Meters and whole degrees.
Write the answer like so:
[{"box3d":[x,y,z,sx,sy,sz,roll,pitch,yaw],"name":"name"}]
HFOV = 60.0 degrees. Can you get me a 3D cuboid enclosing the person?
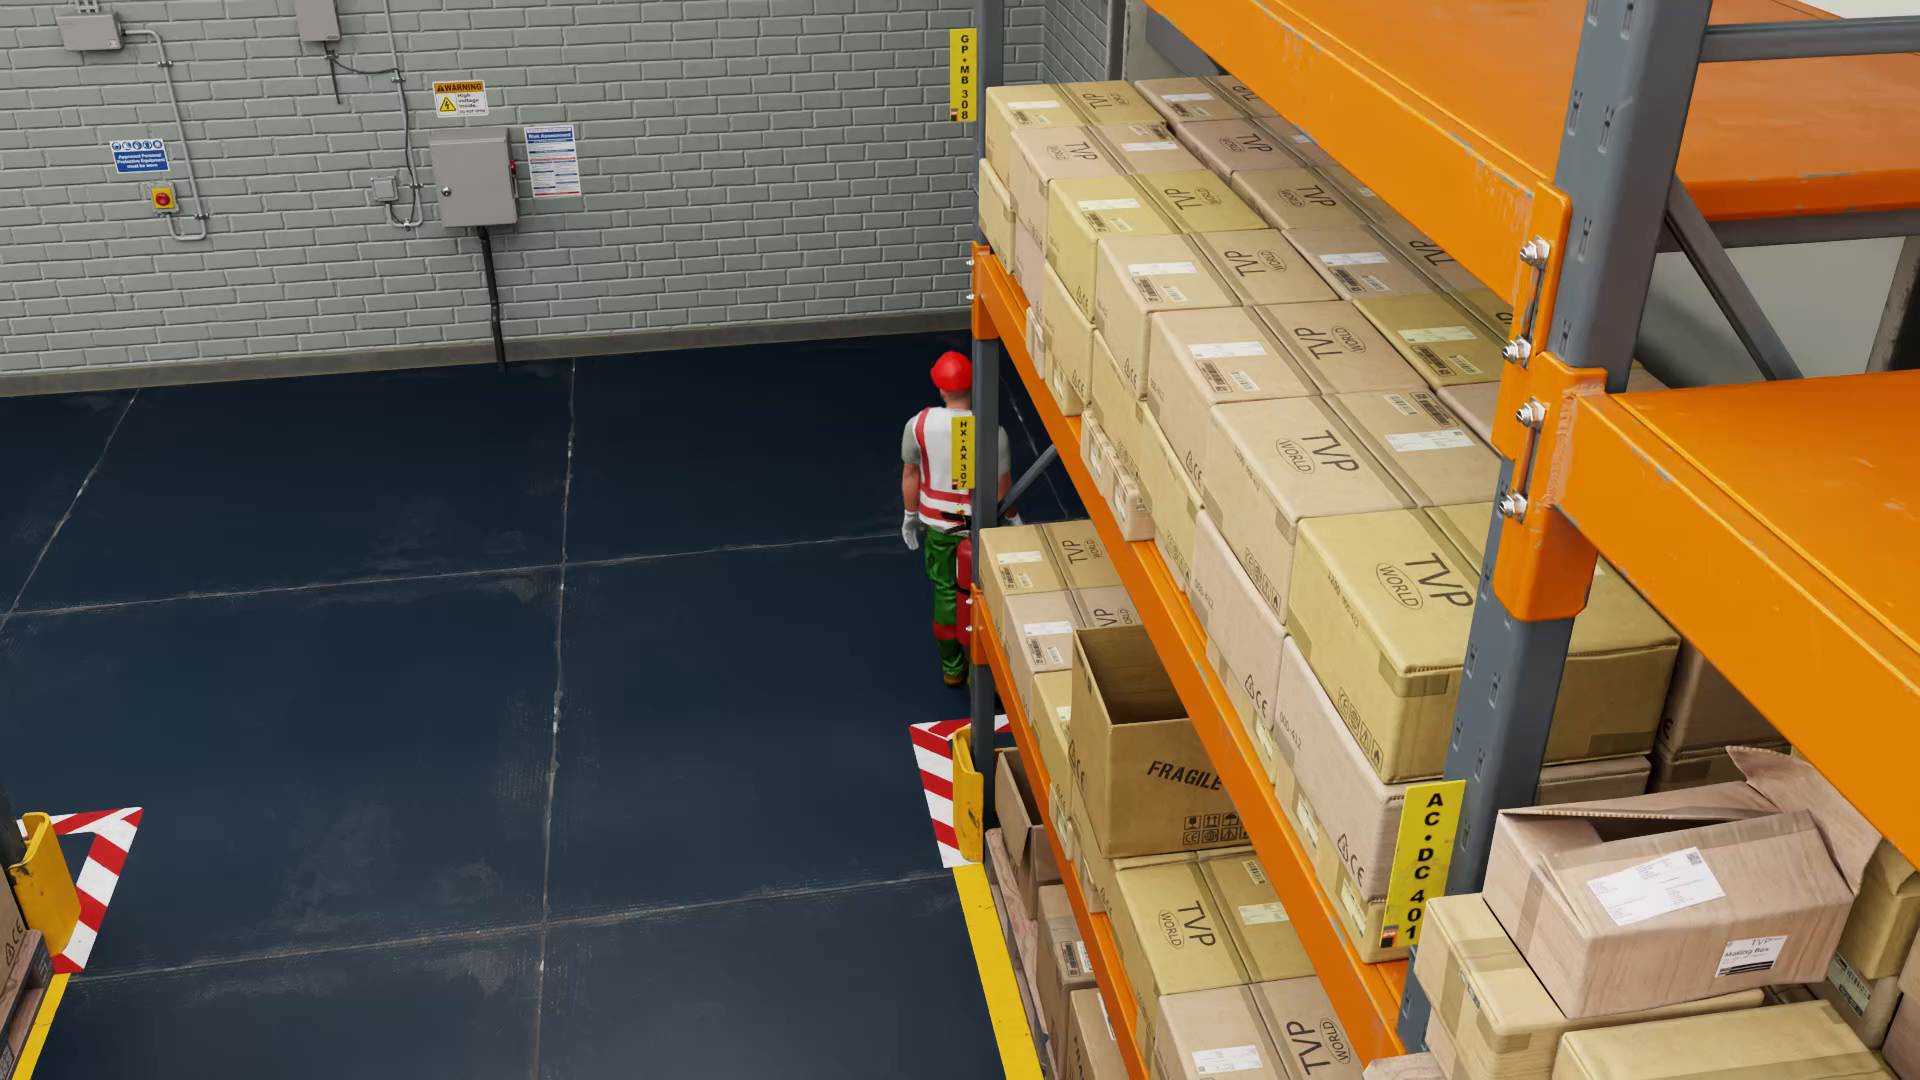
[{"box3d":[0.045,-0.066,8.194,0.693,1.782,0.469,11,32,18],"name":"person"}]
